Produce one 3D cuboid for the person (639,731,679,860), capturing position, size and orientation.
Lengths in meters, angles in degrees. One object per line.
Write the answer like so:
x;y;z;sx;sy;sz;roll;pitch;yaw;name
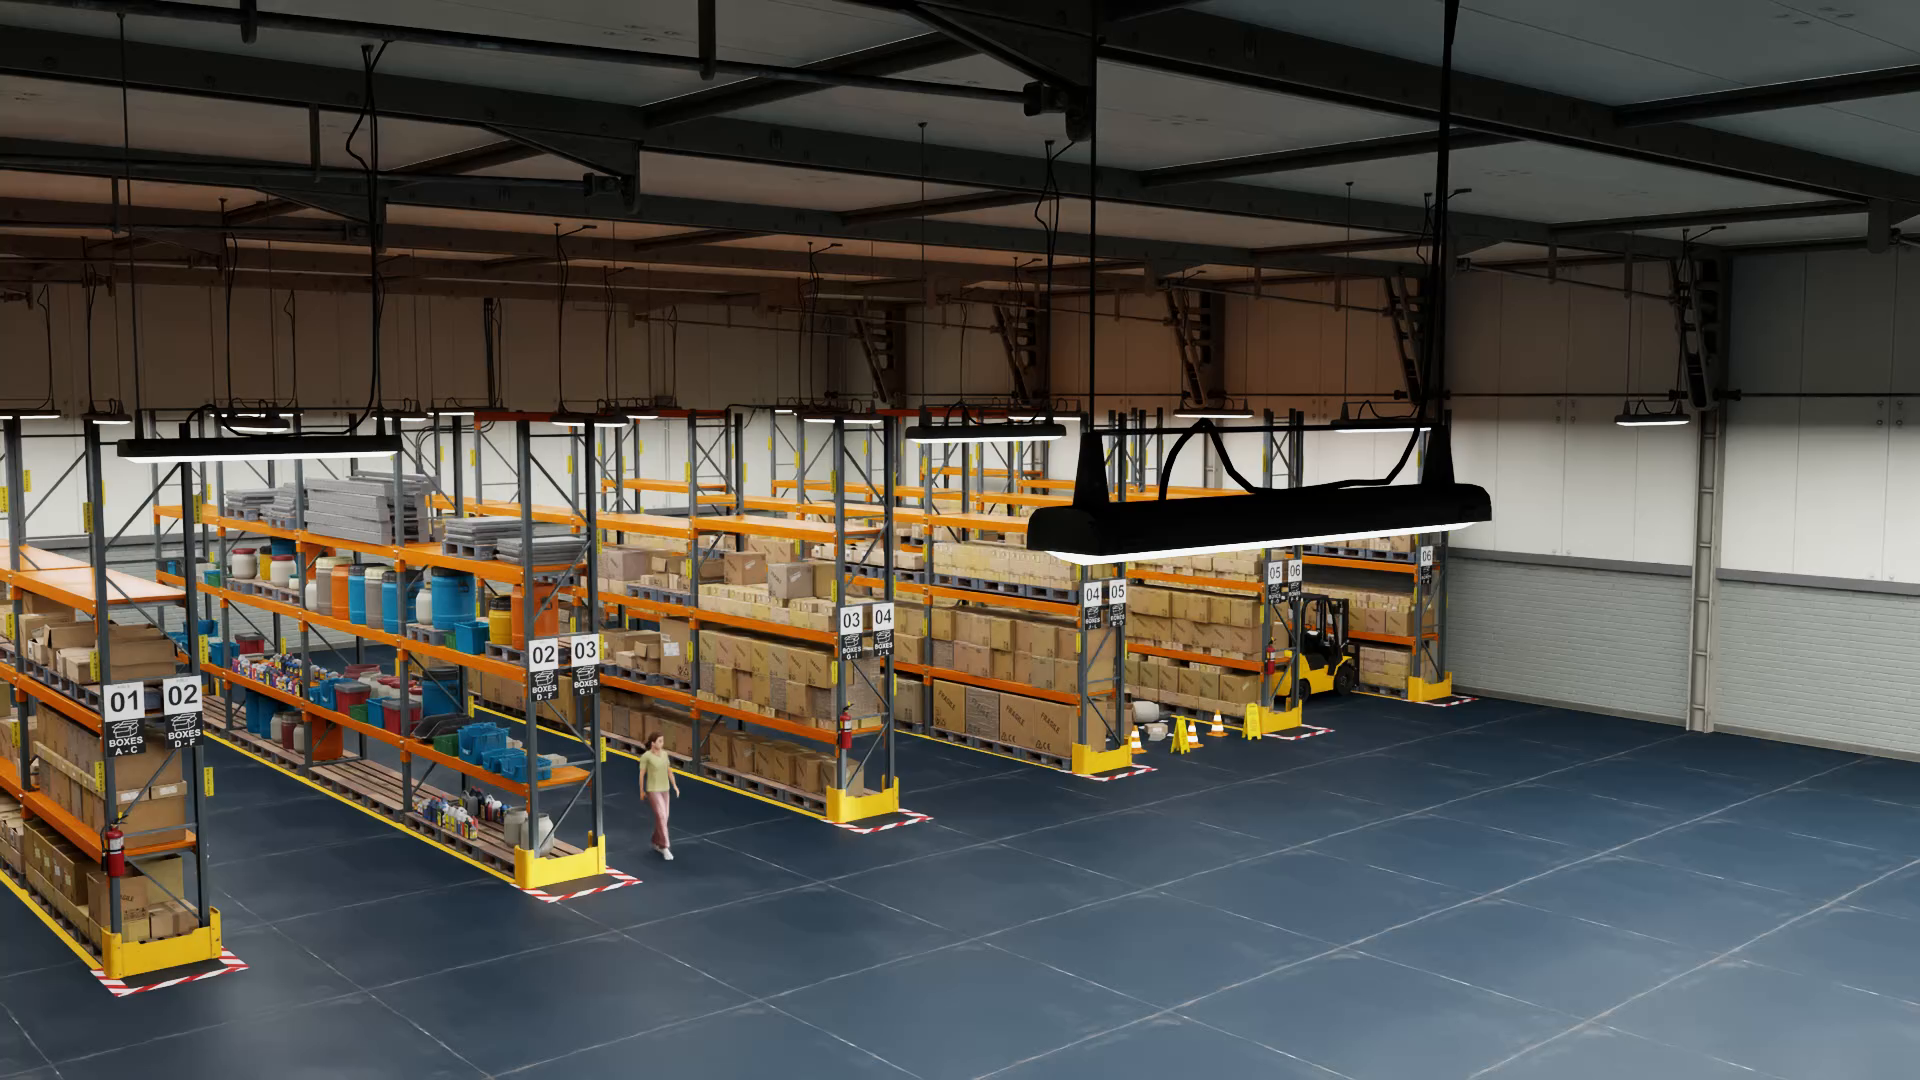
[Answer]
-4.076;3.489;22.889;0.699;1.676;0.466;4;7;41;person
